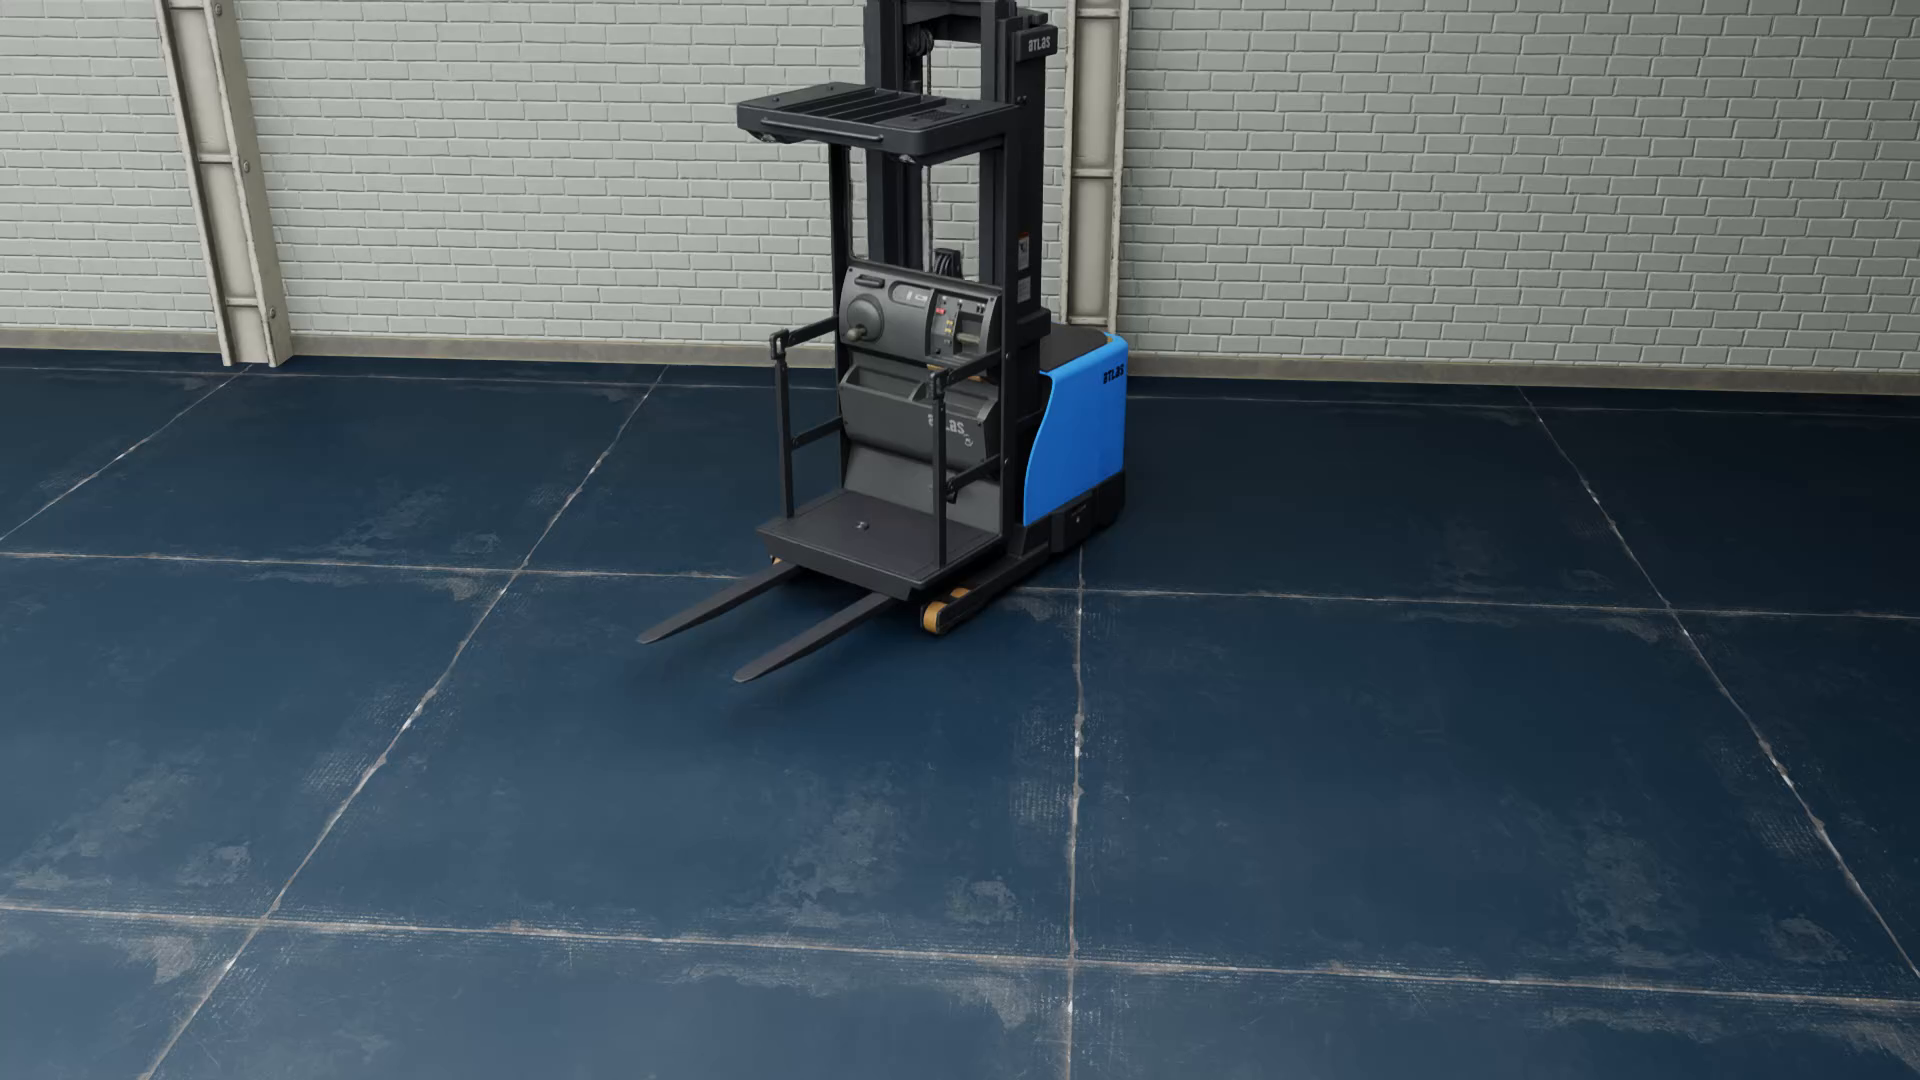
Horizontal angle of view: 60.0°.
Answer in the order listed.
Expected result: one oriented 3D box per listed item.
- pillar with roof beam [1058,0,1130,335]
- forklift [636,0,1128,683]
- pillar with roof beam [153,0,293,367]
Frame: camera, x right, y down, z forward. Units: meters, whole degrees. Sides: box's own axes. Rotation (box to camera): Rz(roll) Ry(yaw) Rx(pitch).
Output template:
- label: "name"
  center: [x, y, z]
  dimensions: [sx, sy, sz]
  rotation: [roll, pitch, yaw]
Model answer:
- label: "pillar with roof beam"
  center: [0.553, -3.416, 5.908]
  dimensions: [0.400, 9.000, 9.100]
  rotation: [2, 25, 4]
- label: "forklift"
  center: [-0.339, -1.092, 8.116]
  dimensions: [1.130, 2.935, 3.031]
  rotation: [17, 30, 33]
- label: "pillar with roof beam"
  center: [-5.429, -3.608, 6.326]
  dimensions: [0.400, 9.000, 9.100]
  rotation: [2, 25, 4]
